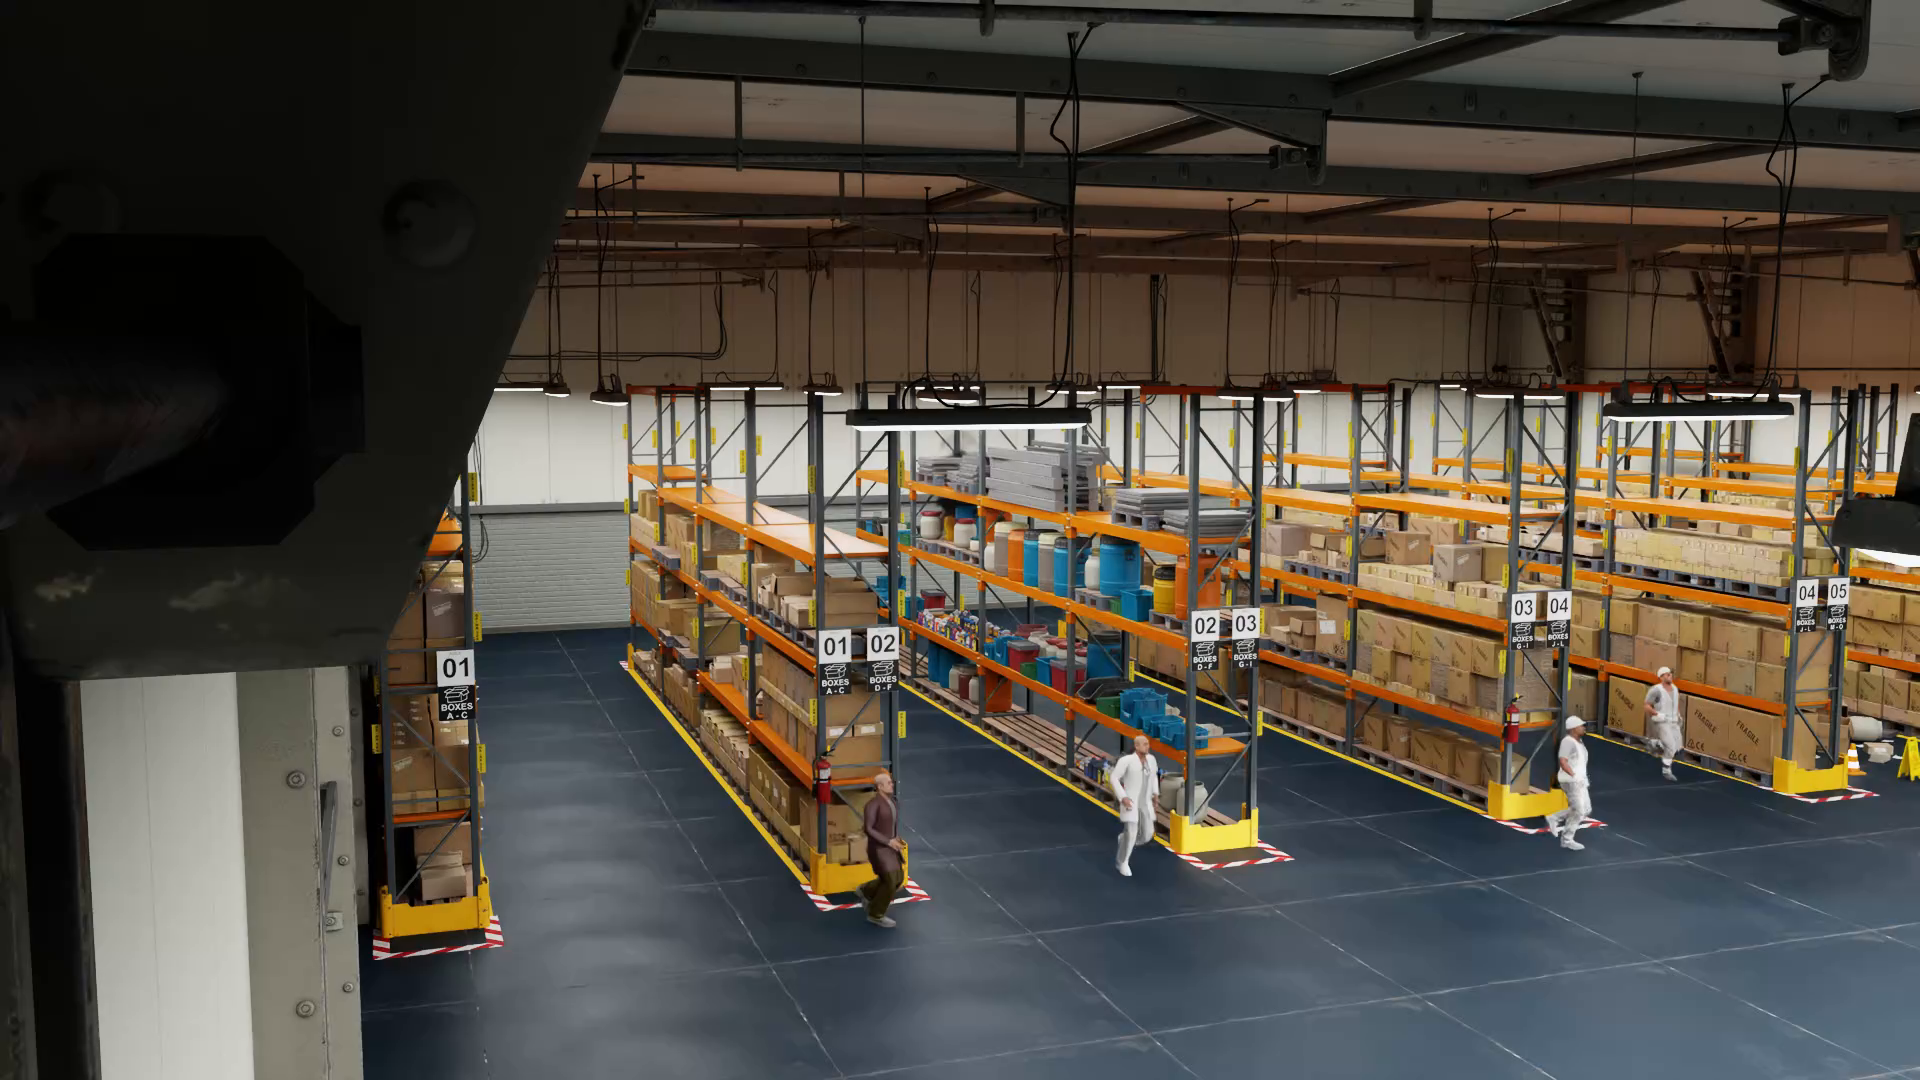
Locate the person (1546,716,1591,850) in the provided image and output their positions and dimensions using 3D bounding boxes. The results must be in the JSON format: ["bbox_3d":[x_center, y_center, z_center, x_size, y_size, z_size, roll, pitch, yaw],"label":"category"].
[{"bbox_3d":[8.107,3.198,22.099,0.574,1.716,0.713,4,7,32],"label":"person"}]

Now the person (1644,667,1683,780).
[{"bbox_3d":[10.911,2.817,25.834,0.676,1.725,0.675,-3,7,-25],"label":"person"}]

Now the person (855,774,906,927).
[{"bbox_3d":[-0.905,3.521,18.988,0.667,1.739,0.752,2,6,18],"label":"person"}]

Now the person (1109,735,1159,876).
[{"bbox_3d":[2.226,3.325,21.010,0.763,1.728,0.587,-3,7,-28],"label":"person"}]
